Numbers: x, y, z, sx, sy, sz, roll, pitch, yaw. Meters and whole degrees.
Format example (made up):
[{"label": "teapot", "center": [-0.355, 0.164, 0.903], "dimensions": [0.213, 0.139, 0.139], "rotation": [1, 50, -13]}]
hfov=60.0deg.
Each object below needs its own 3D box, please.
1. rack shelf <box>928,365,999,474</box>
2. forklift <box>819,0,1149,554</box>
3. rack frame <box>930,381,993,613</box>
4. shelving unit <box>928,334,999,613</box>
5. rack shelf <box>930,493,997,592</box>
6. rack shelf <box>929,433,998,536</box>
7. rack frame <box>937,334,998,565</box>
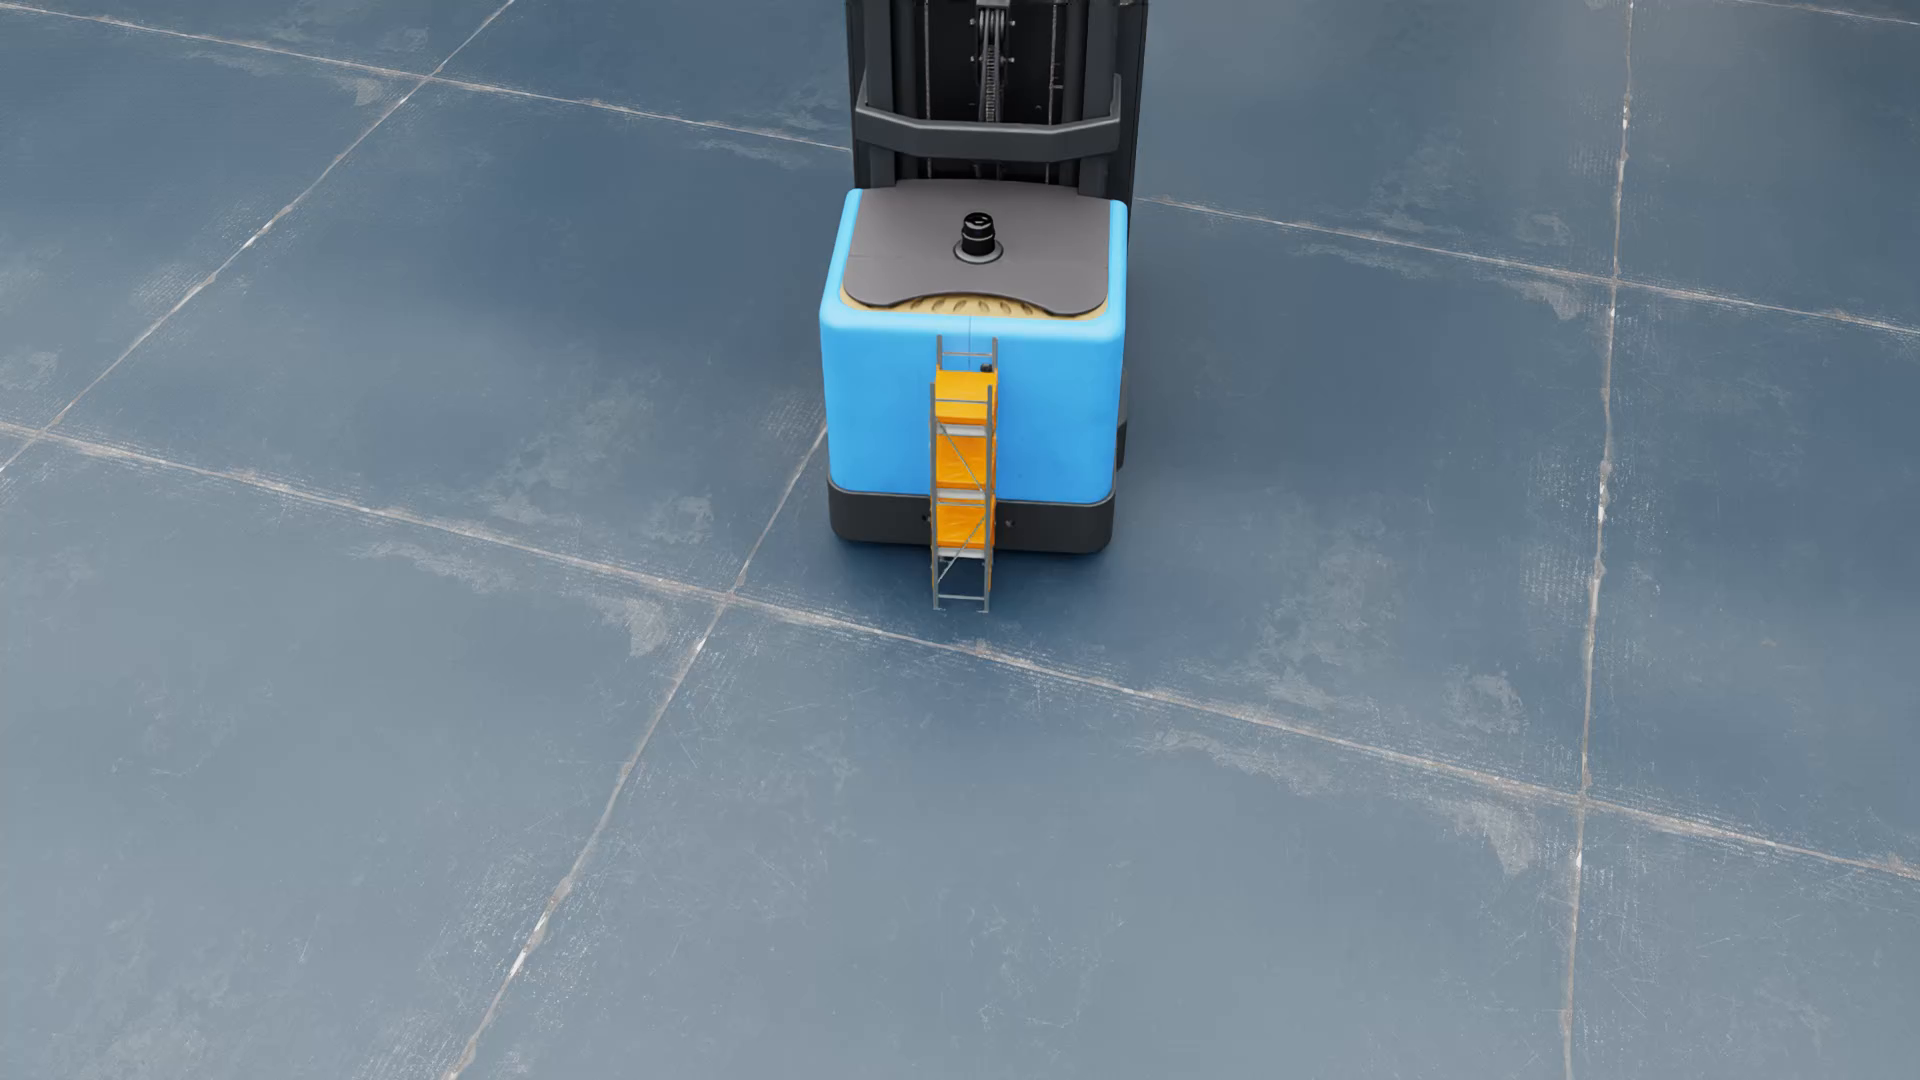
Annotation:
[{"label": "rack shelf", "center": [0.014, -0.400, 5.517], "dimensions": [0.215, 0.259, 0.240], "rotation": [3, 44, 3]}, {"label": "forklift", "center": [0.152, -2.025, 6.224], "dimensions": [1.130, 2.935, 3.031], "rotation": [3, 44, 3]}, {"label": "rack frame", "center": [0.004, -0.119, 5.621], "dimensions": [0.200, 1.050, 0.008], "rotation": [3, 44, 3]}, {"label": "shelving unit", "center": [0.014, -0.204, 5.708], "dimensions": [0.215, 1.050, 0.252], "rotation": [3, 44, 3]}, {"label": "rack shelf", "center": [0.014, 0.002, 5.910], "dimensions": [0.215, 0.259, 0.240], "rotation": [3, 44, 3]}, {"label": "rack shelf", "center": [0.014, -0.197, 5.716], "dimensions": [0.215, 0.259, 0.240], "rotation": [3, 44, 3]}, {"label": "rack frame", "center": [0.023, -0.289, 5.795], "dimensions": [0.200, 1.050, 0.008], "rotation": [3, 44, 3]}]
